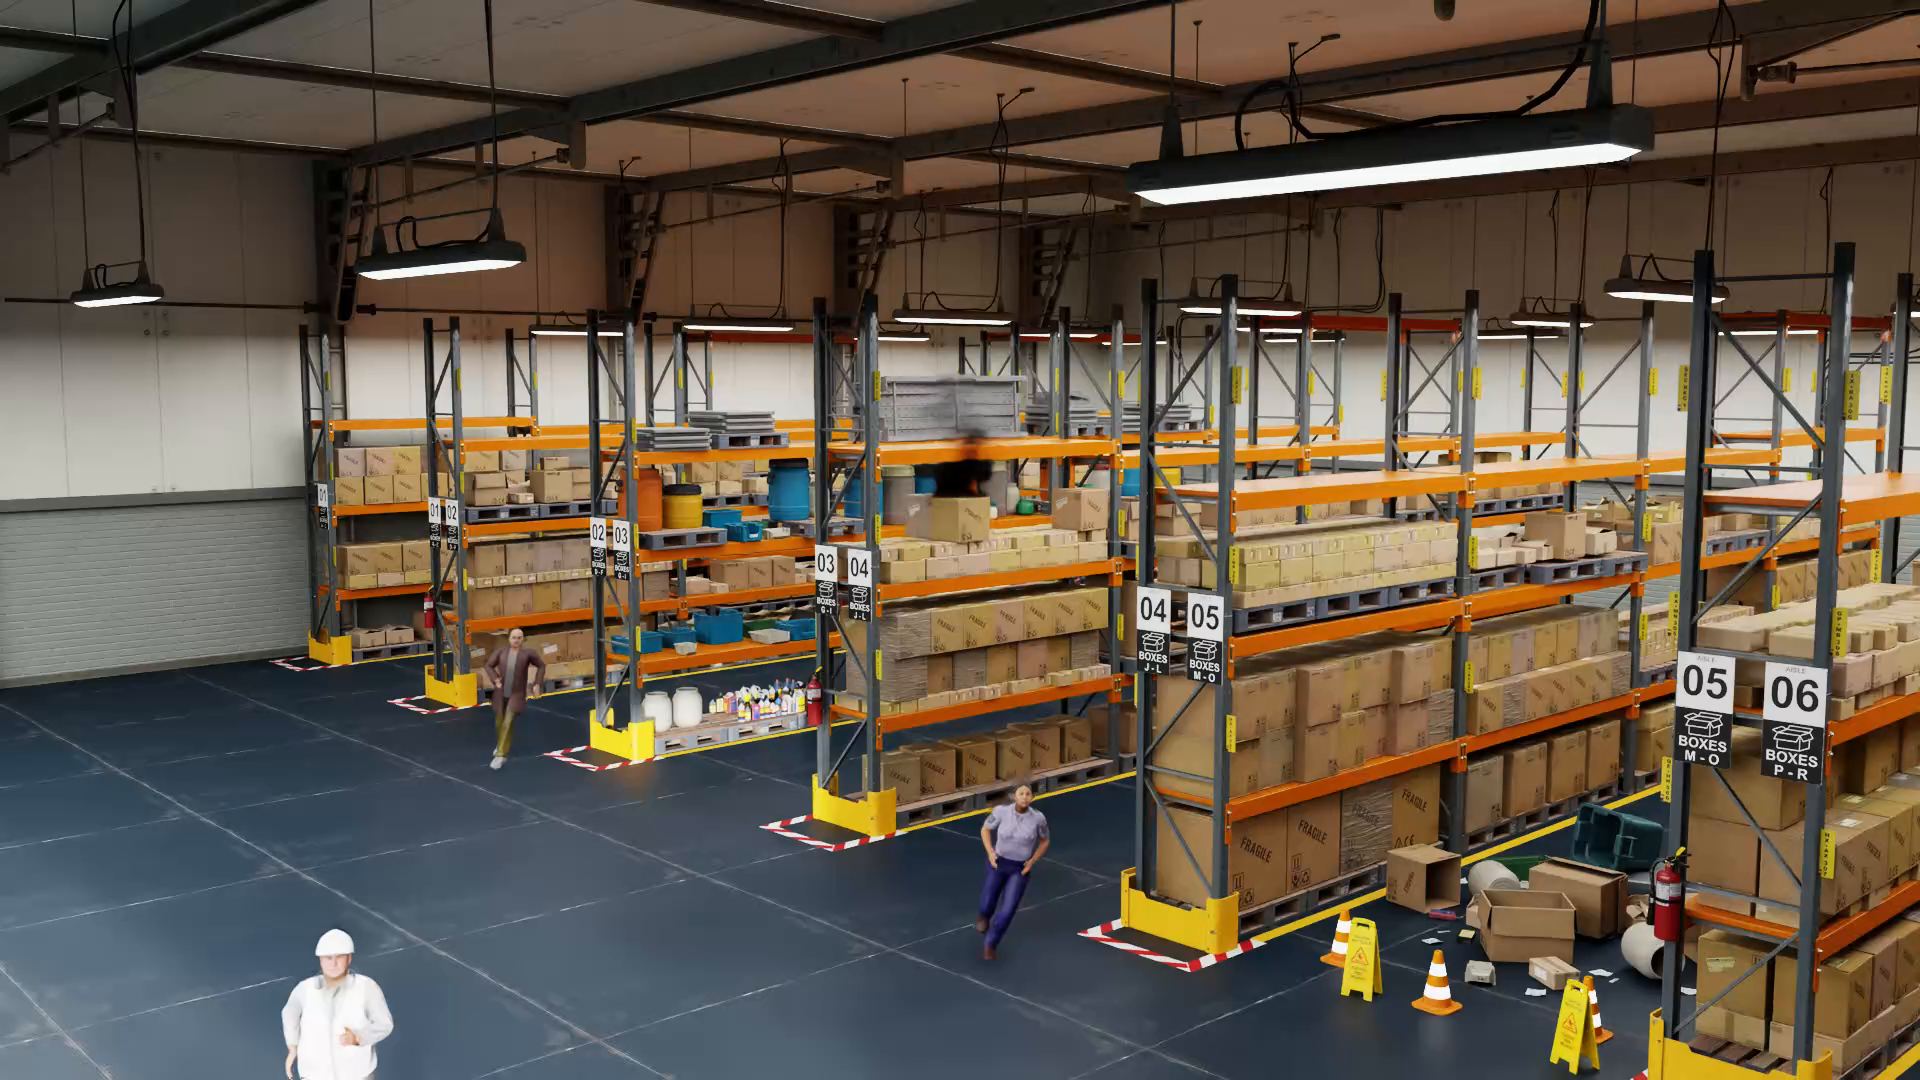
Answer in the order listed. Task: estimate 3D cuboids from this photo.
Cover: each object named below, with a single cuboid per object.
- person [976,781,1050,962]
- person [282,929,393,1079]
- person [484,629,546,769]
[{"bbox_3d":[0.472,2.906,14.837,0.665,1.571,0.630,0,6,2],"label":"person"},{"bbox_3d":[-3.778,3.240,10.109,0.653,1.760,0.968,-2,6,-17],"label":"person"},{"bbox_3d":[-5.903,2.054,21.989,0.773,1.778,0.964,0,6,1],"label":"person"}]
